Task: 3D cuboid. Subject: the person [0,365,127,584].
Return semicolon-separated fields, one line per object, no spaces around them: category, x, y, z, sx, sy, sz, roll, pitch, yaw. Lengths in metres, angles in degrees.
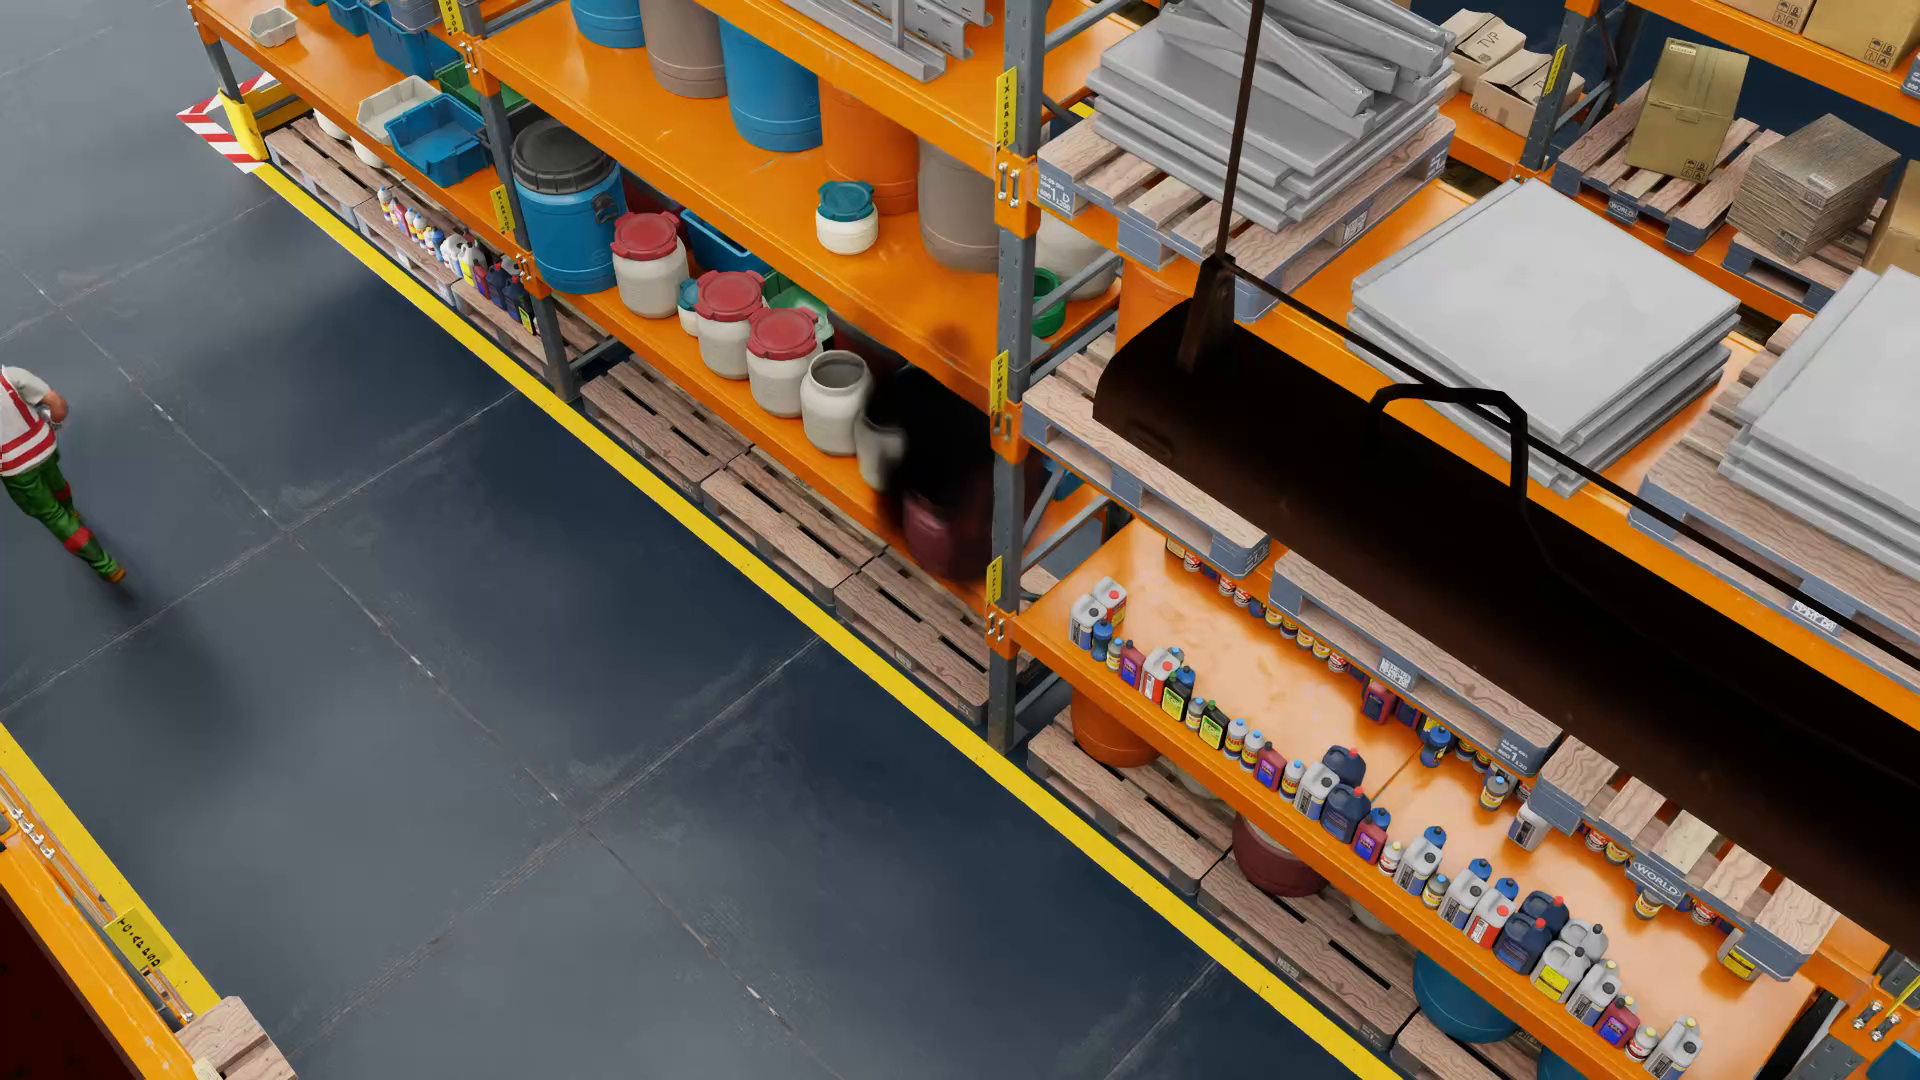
person;-5.395;-0.436;9.608;1.014;1.835;0.620;31;56;23
